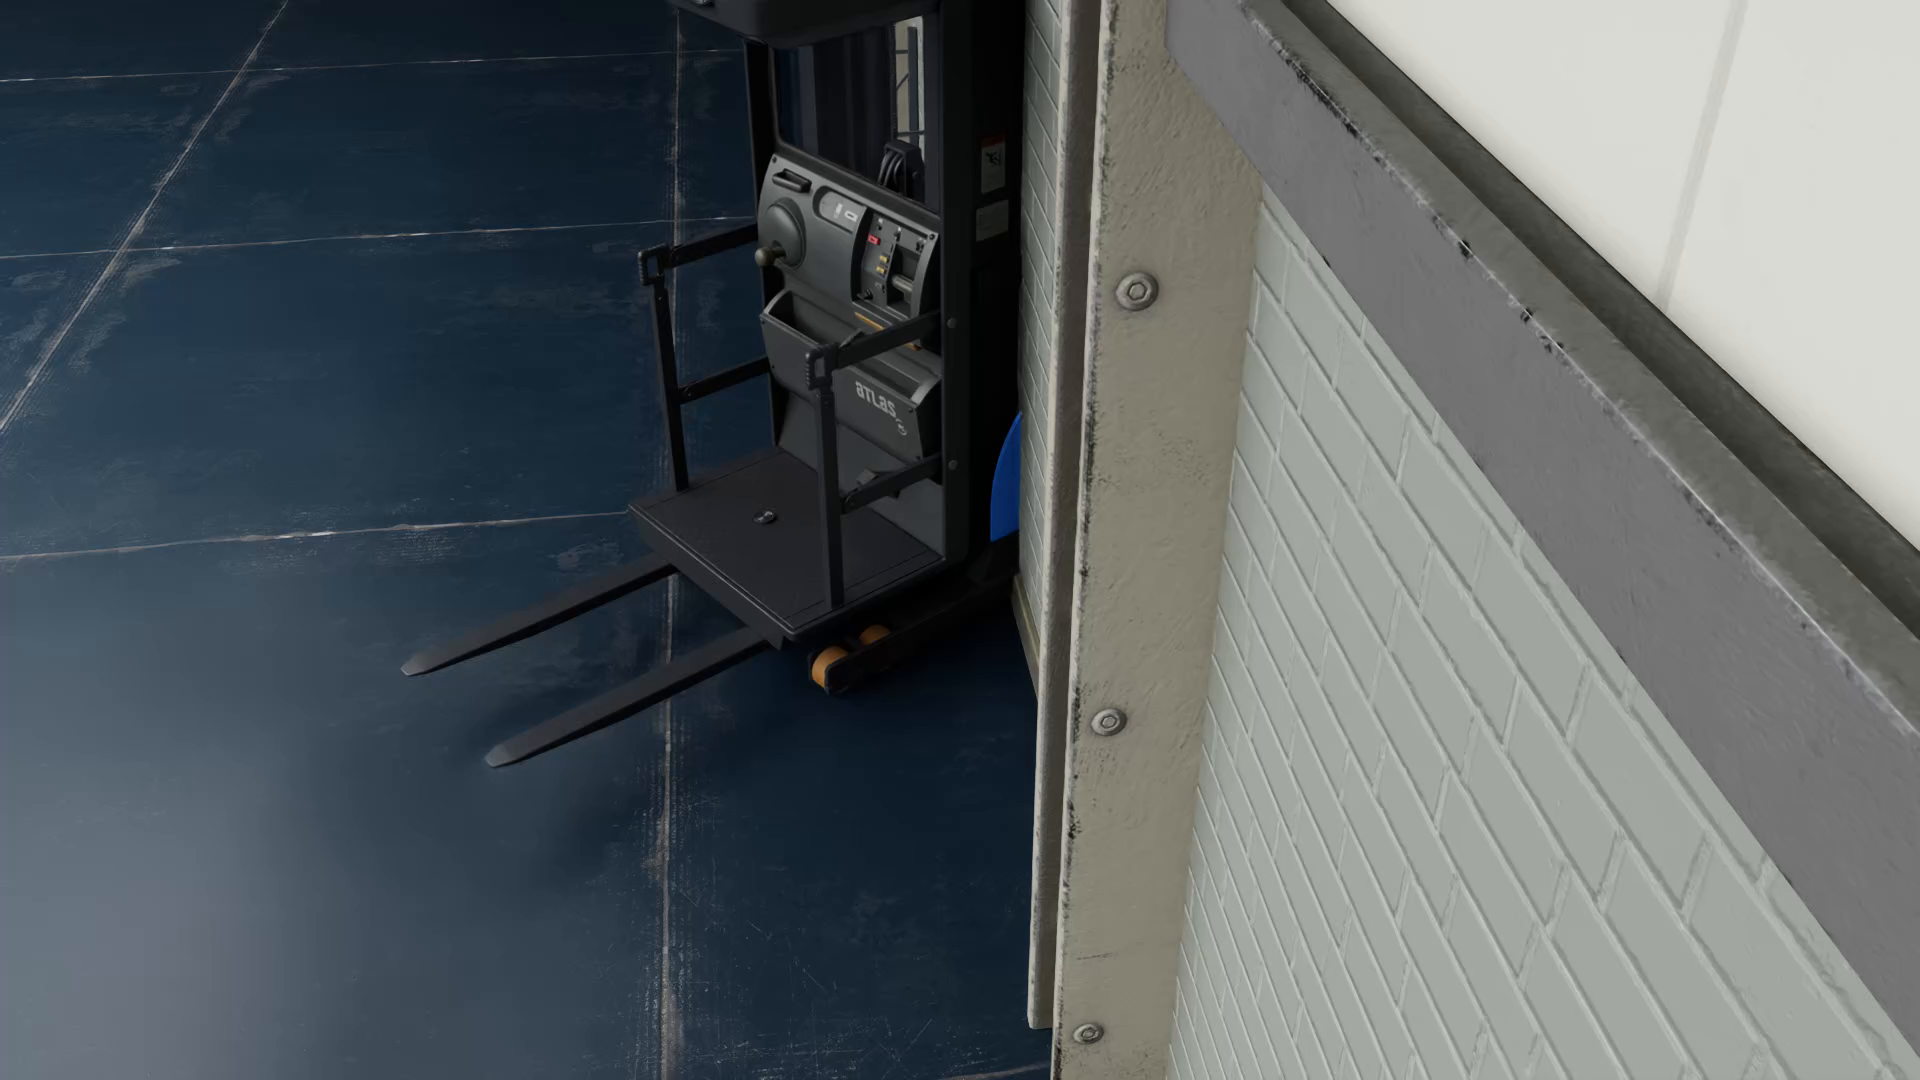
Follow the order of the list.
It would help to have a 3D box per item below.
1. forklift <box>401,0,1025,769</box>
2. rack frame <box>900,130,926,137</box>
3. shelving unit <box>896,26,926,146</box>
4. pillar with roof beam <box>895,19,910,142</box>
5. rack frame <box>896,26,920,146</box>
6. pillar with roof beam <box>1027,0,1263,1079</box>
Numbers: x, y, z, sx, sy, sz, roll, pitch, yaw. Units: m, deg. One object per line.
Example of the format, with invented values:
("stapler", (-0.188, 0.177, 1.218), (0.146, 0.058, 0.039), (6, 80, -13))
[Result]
("forklift", (-0.555, -0.999, 5.613), (3.031, 2.935, 1.130), (-26, 42, -33))
("rack frame", (-0.228, -1.092, 7.021), (0.500, 1.500, 0.032), (-7, 35, -10))
("shelving unit", (-0.331, -1.373, 7.432), (0.538, 1.500, 1.048), (-7, 35, -10))
("pillar with roof beam", (-4.701, -5.287, 6.517), (9.100, 9.000, 0.400), (-4, 35, -6))
("rack frame", (-0.434, -1.653, 7.844), (0.500, 1.500, 0.032), (-7, 35, -10))
("pillar with roof beam", (-3.894, -1.939, 1.604), (9.100, 9.000, 0.400), (-4, 35, -6))
